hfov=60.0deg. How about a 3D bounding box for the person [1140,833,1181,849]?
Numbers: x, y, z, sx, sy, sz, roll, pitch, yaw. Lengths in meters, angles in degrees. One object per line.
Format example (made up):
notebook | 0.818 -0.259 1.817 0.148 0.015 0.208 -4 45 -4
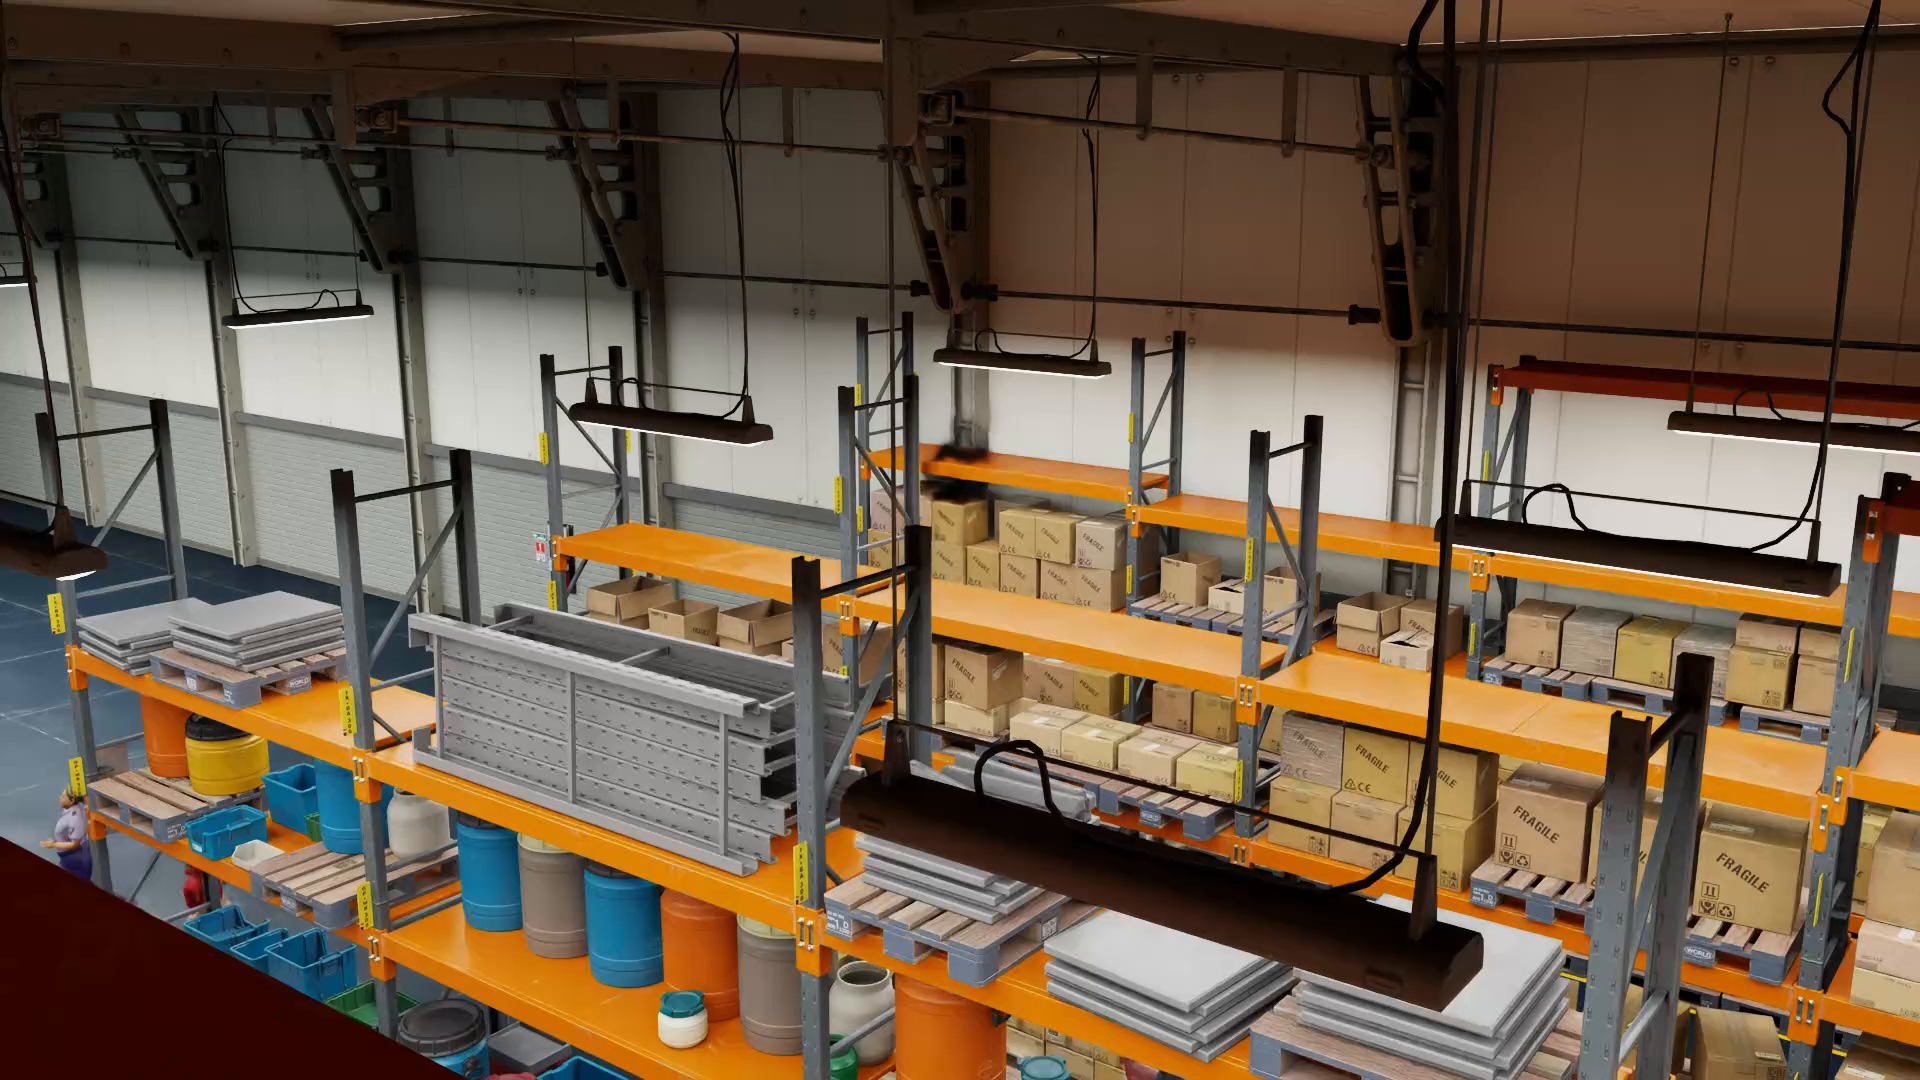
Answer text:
person | 2.070 3.370 16.761 0.901 1.804 0.667 7 15 29

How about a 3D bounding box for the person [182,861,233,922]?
person | -7.135 3.639 15.987 0.792 1.661 0.713 1 13 4

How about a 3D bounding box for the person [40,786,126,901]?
person | -9.172 3.330 17.336 0.862 1.605 0.619 -6 14 -23
